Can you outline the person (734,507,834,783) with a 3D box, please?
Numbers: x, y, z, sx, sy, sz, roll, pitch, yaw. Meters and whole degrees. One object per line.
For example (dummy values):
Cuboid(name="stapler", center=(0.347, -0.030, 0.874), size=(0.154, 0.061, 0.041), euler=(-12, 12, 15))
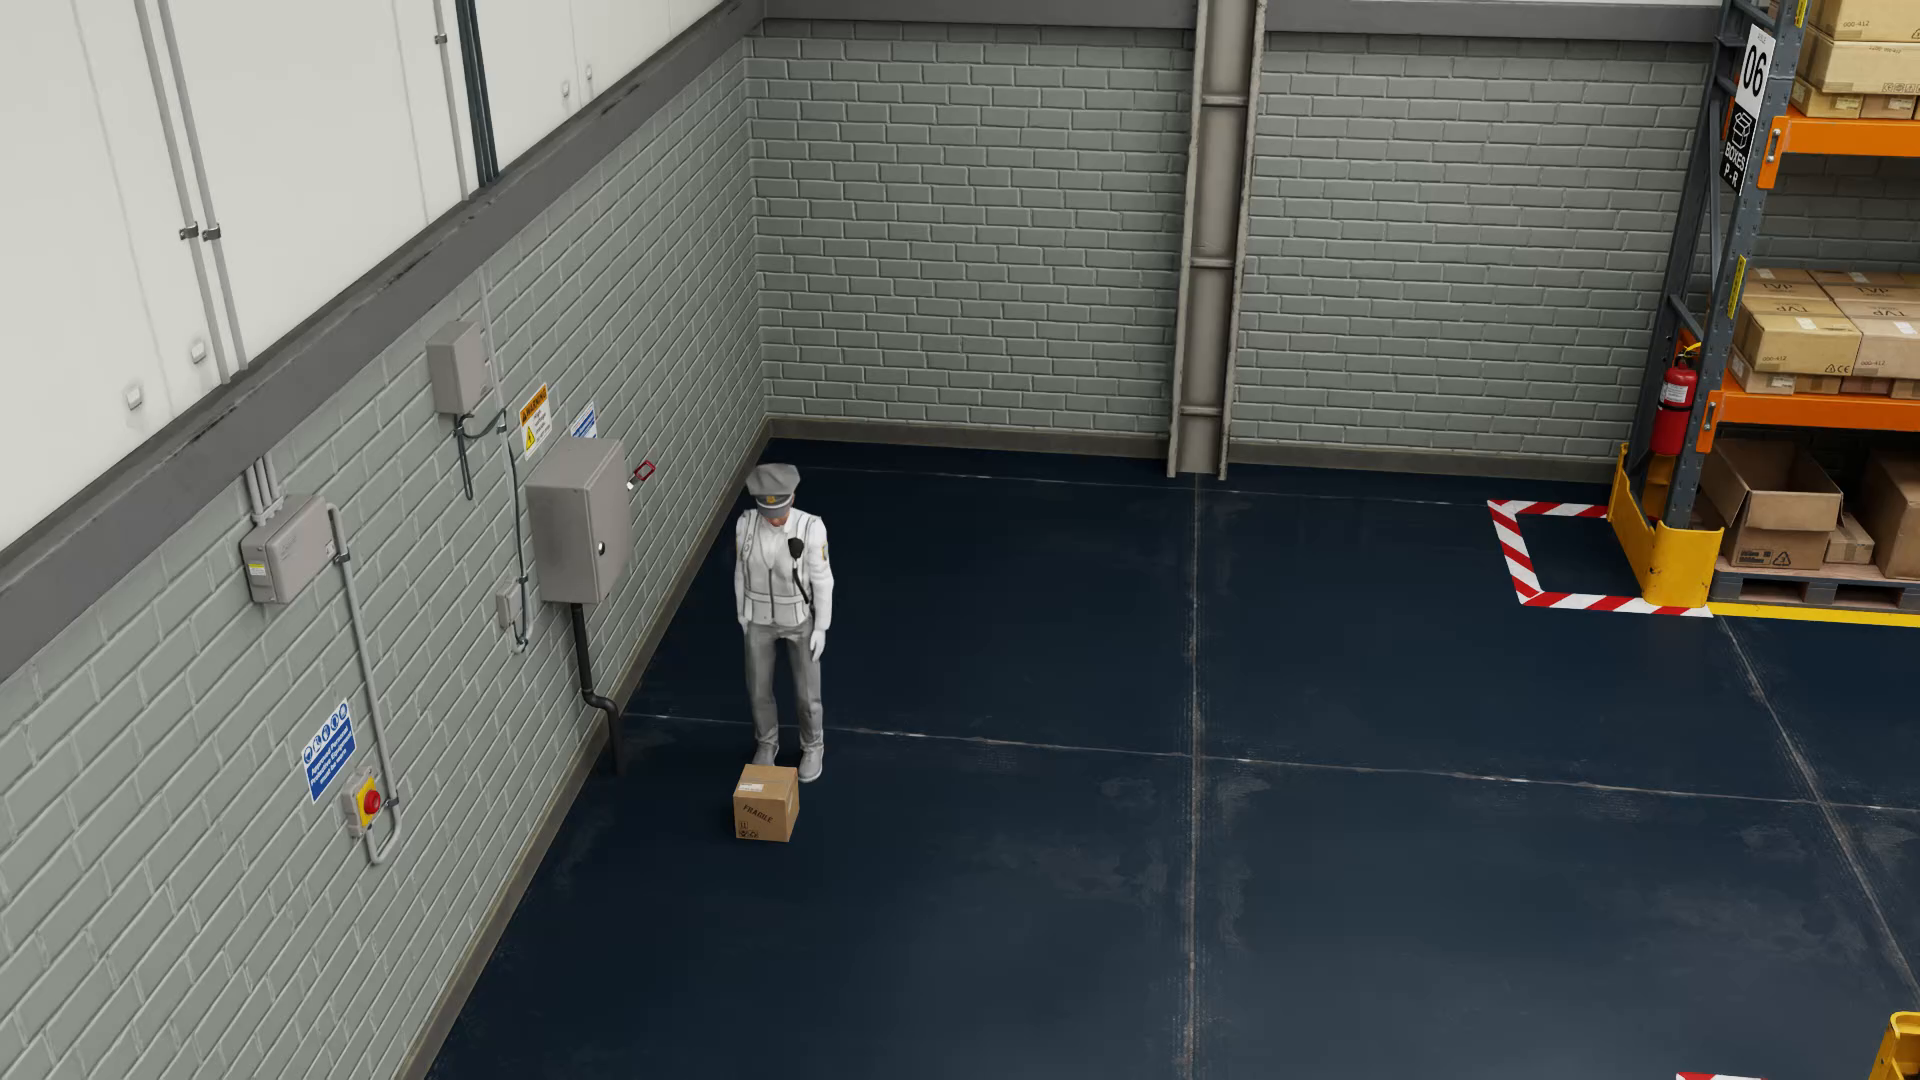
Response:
Cuboid(name="person", center=(-0.831, 0.510, 7.970), size=(0.479, 1.401, 0.328), euler=(4, 29, 7))
